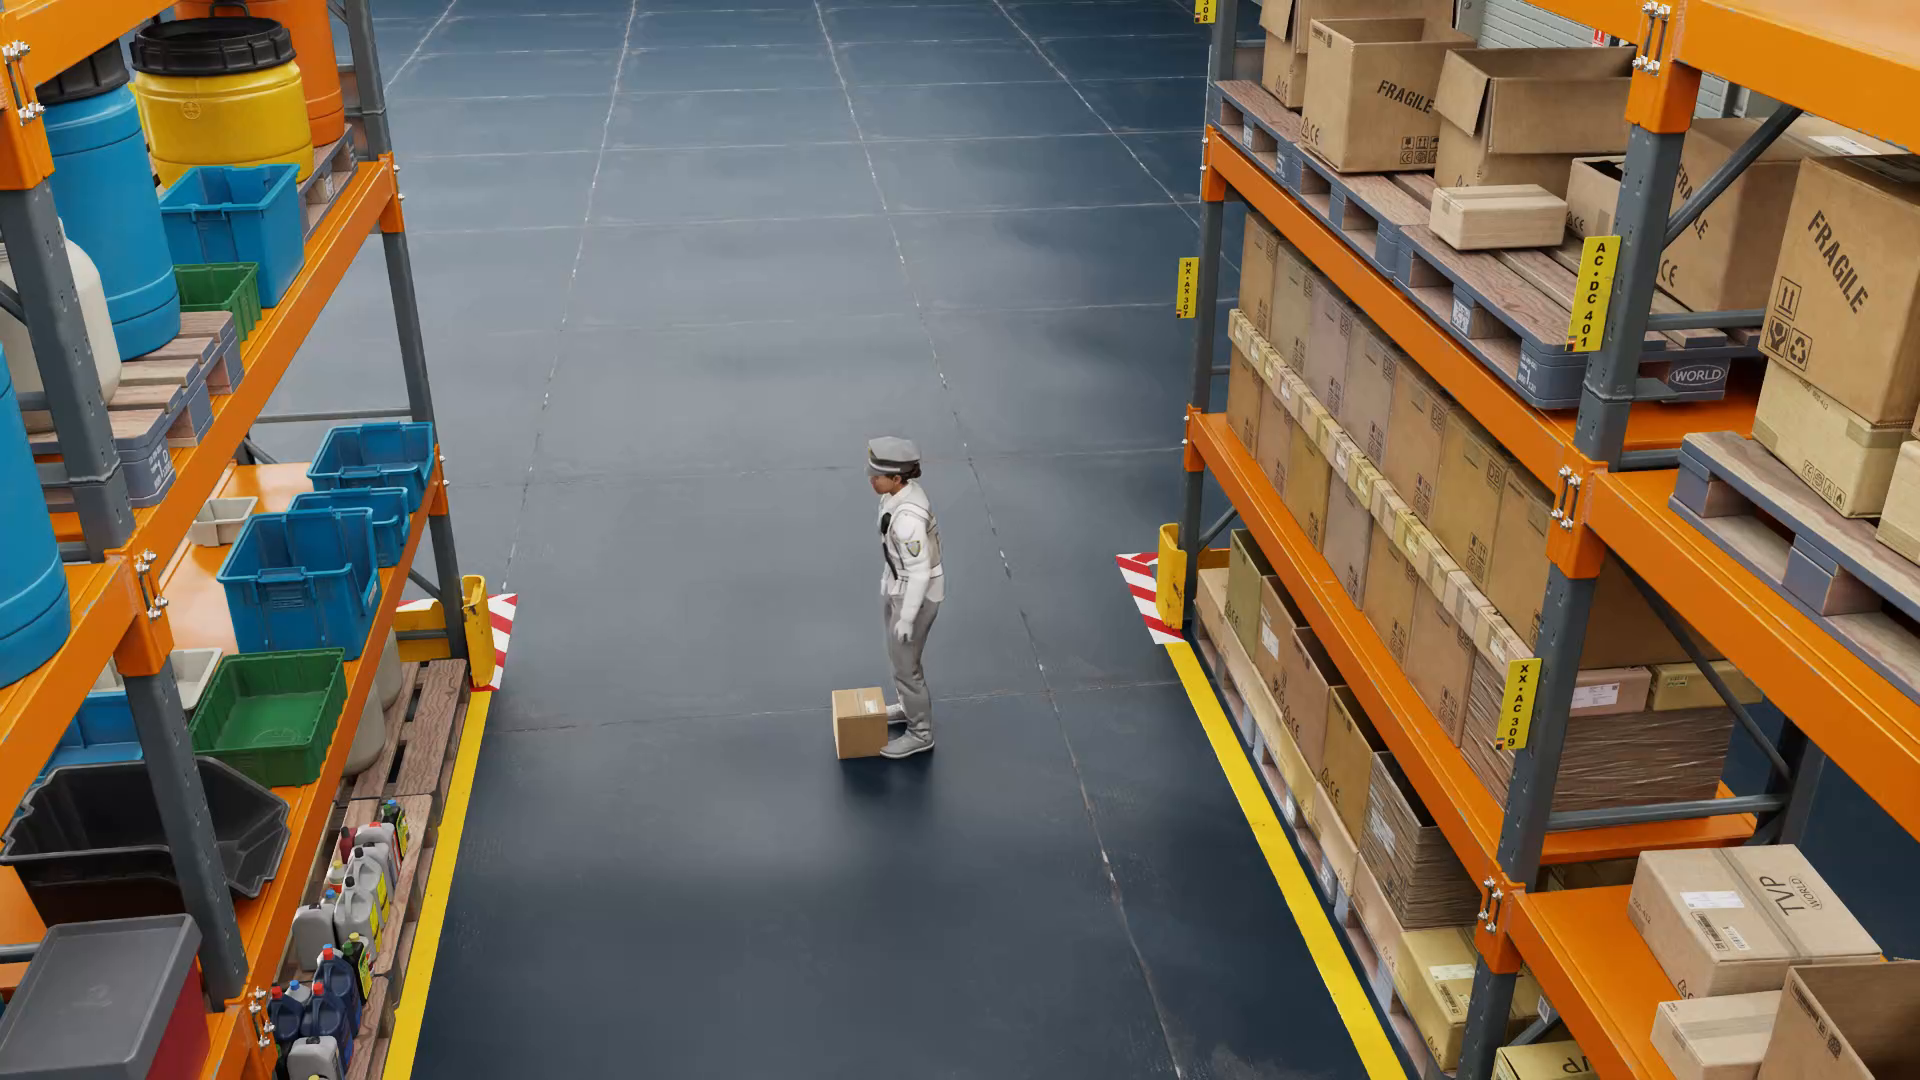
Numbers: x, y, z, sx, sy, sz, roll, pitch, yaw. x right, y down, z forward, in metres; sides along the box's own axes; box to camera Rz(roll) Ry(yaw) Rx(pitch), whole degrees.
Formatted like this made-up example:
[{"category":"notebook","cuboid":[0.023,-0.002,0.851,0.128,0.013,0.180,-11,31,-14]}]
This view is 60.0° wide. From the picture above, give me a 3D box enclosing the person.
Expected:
[{"category":"person","cuboid":[-0.266,0.277,8.075,0.369,1.667,0.546,-5,28,-9]}]
